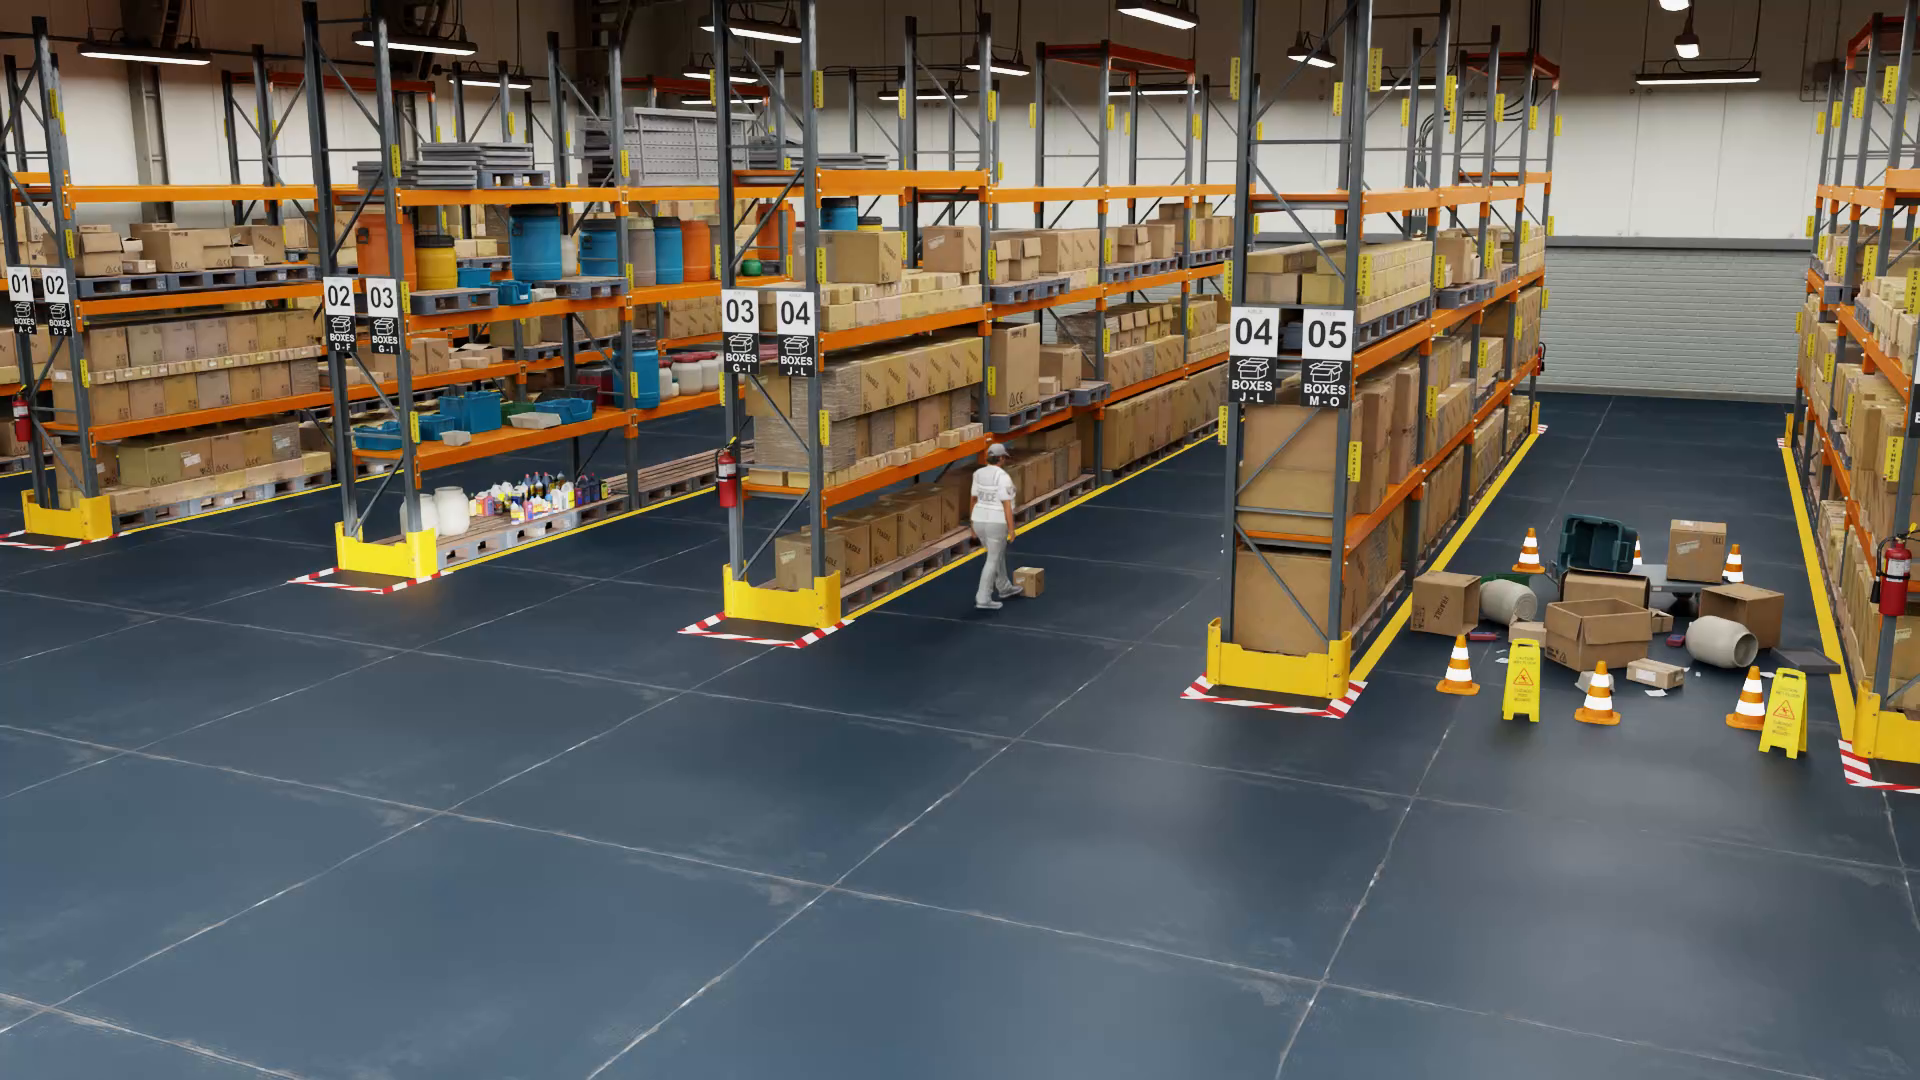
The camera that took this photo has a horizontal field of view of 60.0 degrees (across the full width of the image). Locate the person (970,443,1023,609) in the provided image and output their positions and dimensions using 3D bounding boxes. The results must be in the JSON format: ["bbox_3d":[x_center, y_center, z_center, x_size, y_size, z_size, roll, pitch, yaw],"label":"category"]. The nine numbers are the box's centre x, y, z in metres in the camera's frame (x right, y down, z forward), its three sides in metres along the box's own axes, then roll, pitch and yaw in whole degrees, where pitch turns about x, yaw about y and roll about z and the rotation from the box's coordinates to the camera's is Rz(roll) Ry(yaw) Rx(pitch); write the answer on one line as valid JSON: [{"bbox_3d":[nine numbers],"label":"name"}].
[{"bbox_3d":[0.425,-0.159,16.676,0.760,1.650,0.501,-10,16,-40],"label":"person"}]
